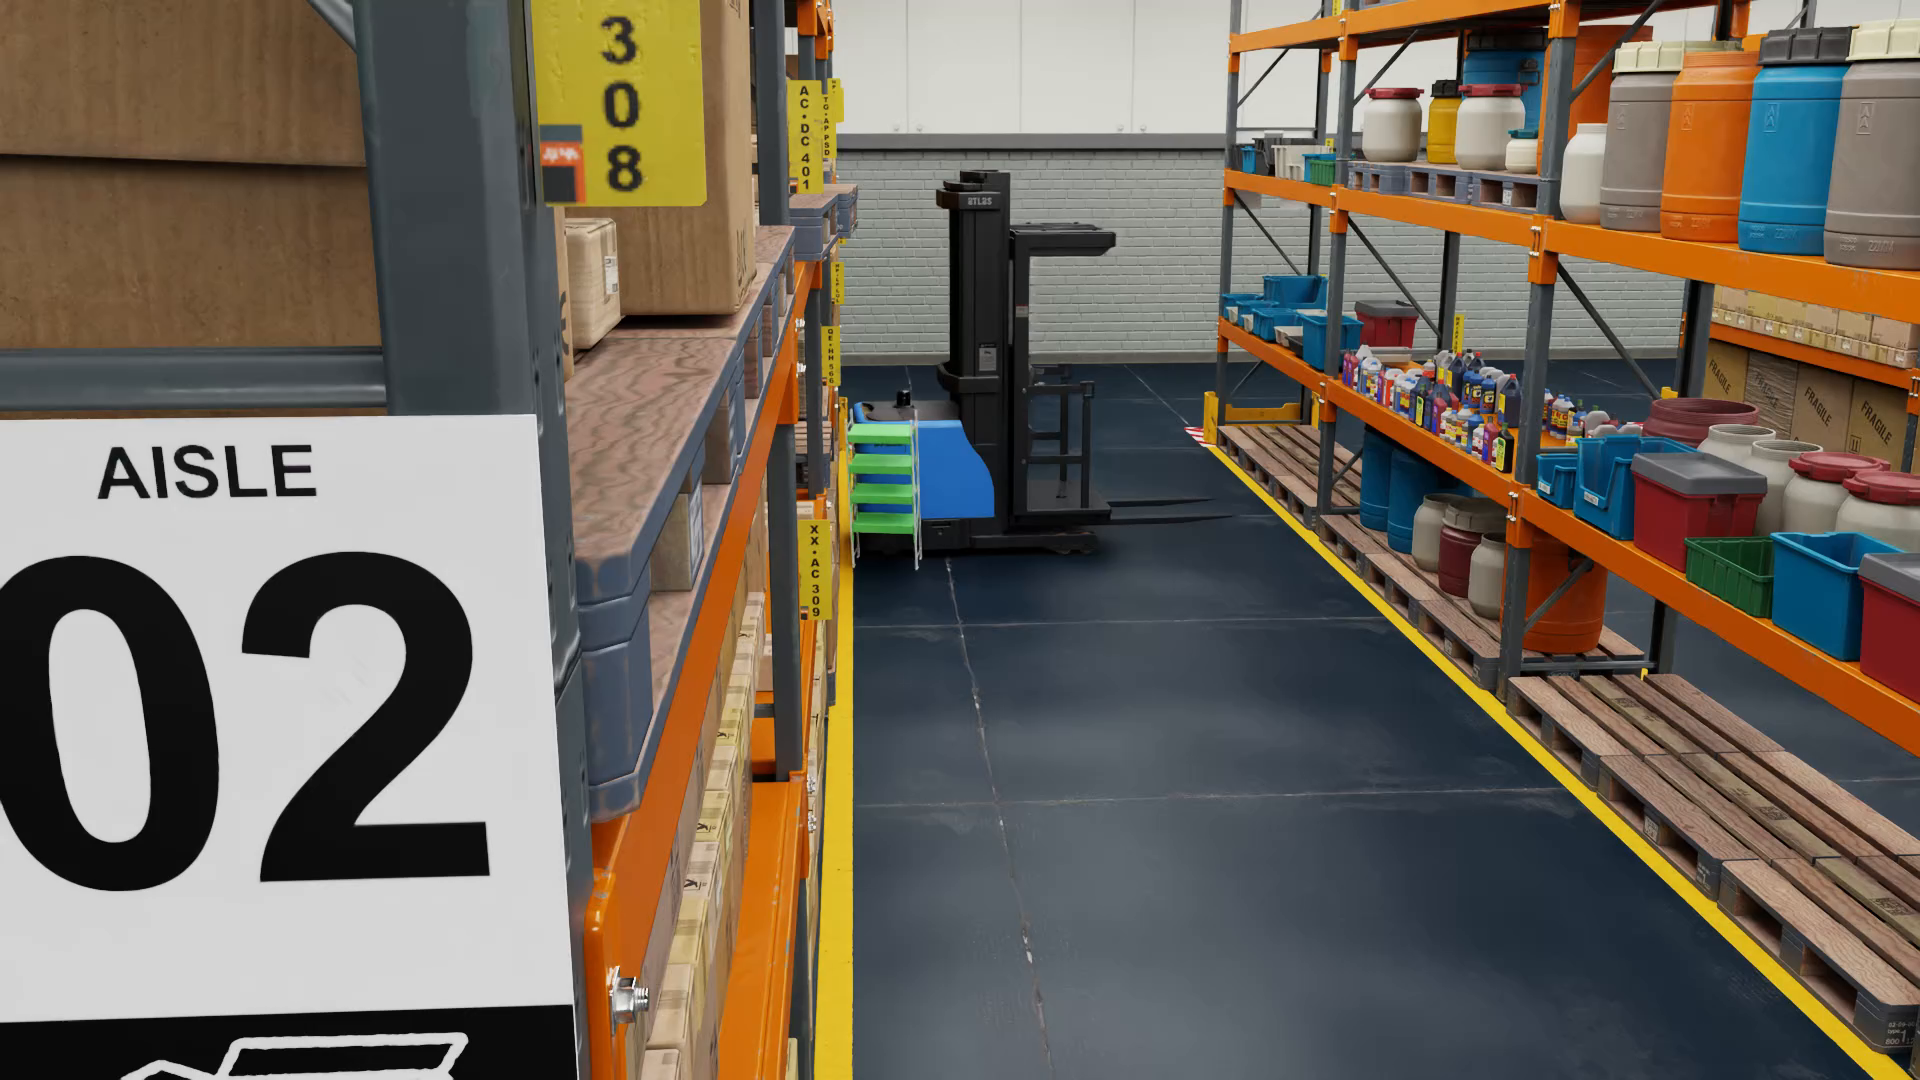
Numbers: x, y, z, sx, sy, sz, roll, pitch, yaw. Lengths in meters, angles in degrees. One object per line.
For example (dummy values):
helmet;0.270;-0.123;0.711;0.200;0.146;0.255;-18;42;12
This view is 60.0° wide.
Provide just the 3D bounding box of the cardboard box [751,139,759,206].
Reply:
cardboard box;-1.067;-1.498;6.768;0.500;0.250;0.500;-2;15;-8

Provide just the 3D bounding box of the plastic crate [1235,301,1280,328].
plastic crate;2.918;-2.216;16.335;0.416;0.233;0.300;-1;14;-3

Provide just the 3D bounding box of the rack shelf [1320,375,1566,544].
rack shelf;3.562;-0.658;11.507;1.077;0.370;4.000;-1;14;-3

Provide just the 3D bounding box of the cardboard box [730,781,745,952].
cardboard box;-0.937;0.754;4.374;0.700;0.500;0.500;-1;14;-4

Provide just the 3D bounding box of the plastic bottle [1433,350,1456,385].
plastic bottle;3.786;-1.350;13.004;0.152;0.276;0.135;-1;14;-3

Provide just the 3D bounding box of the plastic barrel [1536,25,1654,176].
plastic barrel;3.654;-2.514;9.553;0.600;0.830;0.708;-1;14;-3

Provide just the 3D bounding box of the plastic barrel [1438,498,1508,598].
plastic barrel;3.569;0.053;11.296;0.600;0.588;0.708;-1;14;-3

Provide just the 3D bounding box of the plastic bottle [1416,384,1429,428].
plastic bottle;3.145;-0.910;11.276;0.061;0.283;0.133;-1;14;-3

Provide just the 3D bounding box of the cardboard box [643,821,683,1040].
cardboard box;-0.852;0.494;2.782;0.700;0.500;0.500;-1;14;-3

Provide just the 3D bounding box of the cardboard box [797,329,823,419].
cardboard box;-1.275;-1.070;10.623;0.700;0.500;0.500;2;15;7

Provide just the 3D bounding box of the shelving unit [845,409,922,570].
shelving unit;-0.570;-0.377;12.523;0.503;1.200;0.258;2;24;7

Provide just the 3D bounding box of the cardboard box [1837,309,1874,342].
cardboard box;8.058;-1.886;14.540;0.500;0.250;0.500;0;14;-2

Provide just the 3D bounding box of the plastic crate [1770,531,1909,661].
plastic crate;3.555;0.224;6.667;0.392;0.384;0.575;-1;14;-3

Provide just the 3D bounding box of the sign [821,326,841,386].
sign;-0.704;-1.003;9.083;0.100;0.325;0.005;-1;14;-3

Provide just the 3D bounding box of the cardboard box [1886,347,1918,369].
cardboard box;8.036;-1.529;13.954;0.380;0.149;0.250;-1;14;-3

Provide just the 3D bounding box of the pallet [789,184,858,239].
pallet;-1.126;-1.627;8.189;1.213;0.211;1.003;0;14;-1

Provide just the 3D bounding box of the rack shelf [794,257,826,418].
rack shelf;-1.134;-1.040;6.973;1.077;0.370;4.000;-1;14;-3

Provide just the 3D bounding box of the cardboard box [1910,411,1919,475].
cardboard box;8.442;-0.596;13.242;1.225;0.875;0.875;-1;14;-3

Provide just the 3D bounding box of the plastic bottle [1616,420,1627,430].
plastic bottle;4.002;-0.588;10.051;0.097;0.271;0.097;0;14;0

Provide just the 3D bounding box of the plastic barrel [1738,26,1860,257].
plastic barrel;3.605;-1.658;6.924;0.600;0.901;0.708;-1;14;-3

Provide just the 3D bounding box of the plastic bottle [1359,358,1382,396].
plastic bottle;3.110;-1.231;12.542;0.152;0.276;0.135;-1;14;-3

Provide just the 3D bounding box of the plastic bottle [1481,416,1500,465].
plastic bottle;3.221;-0.604;10.087;0.061;0.283;0.133;-1;14;-3

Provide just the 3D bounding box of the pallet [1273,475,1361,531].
pallet;3.354;-0.335;14.406;1.003;0.211;1.213;-1;14;-3

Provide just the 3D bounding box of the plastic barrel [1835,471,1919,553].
plastic barrel;4.048;-0.004;7.248;0.433;0.535;0.433;0;14;0

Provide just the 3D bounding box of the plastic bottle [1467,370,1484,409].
plastic bottle;3.724;-1.092;12.009;0.097;0.271;0.097;0;14;0

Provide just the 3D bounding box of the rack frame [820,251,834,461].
rack frame;-1.506;-1.428;13.057;1.000;3.000;0.127;-1;14;-3

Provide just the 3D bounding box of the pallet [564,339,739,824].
pallet;-0.780;-0.030;1.780;1.003;0.211;1.213;-1;14;-3

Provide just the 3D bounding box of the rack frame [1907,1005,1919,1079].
rack frame;3.934;0.486;5.618;1.000;3.000;0.127;-1;14;-3

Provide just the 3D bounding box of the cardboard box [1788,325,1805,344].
cardboard box;7.941;-1.912;15.442;0.380;0.149;0.250;-1;14;-3

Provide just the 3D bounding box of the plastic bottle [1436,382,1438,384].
plastic bottle;3.294;-0.957;11.484;0.097;0.271;0.097;0;14;0

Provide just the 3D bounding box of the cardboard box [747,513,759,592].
cardboard box;-1.074;0.191;6.564;0.500;0.500;0.500;0;14;1

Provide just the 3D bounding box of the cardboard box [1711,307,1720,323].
cardboard box;7.844;-2.296;16.934;0.380;0.149;0.250;-1;14;-4

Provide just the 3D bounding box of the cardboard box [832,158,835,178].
cardboard box;-1.394;-3.431;15.121;0.500;0.250;0.500;-1;14;-3

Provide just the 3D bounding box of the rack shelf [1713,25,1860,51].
rack shelf;8.258;-4.441;14.973;1.077;0.370;4.000;-1;14;-3

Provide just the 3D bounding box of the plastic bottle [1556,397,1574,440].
plastic bottle;3.951;-0.794;10.851;0.097;0.271;0.097;0;14;0

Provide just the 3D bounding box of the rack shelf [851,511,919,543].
rack shelf;-0.564;-0.099;12.646;0.480;0.148;0.258;2;24;7

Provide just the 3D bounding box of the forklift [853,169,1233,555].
forklift;0.662;-1.438;13.232;3.031;2.935;1.130;-2;15;-6

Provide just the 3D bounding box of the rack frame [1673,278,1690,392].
rack frame;8.134;-2.575;17.514;1.000;3.000;0.127;-1;14;-3

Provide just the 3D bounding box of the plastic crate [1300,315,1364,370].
plastic crate;3.069;-1.636;13.776;0.392;0.384;0.575;-1;14;-3

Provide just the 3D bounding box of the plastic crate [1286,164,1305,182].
plastic crate;2.980;-3.139;14.216;0.293;0.136;0.466;-1;14;-3

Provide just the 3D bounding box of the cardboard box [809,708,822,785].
cardboard box;-0.883;0.929;7.445;0.500;0.311;0.500;0;14;-2

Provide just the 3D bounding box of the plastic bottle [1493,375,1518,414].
plastic bottle;3.862;-1.043;11.809;0.152;0.276;0.135;-1;14;-3

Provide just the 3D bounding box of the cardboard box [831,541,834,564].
cardboard box;-1.039;0.317;10.410;0.500;0.500;0.500;-1;14;-5

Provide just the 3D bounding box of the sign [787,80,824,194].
sign;-0.456;-1.189;4.911;0.100;0.325;0.005;-1;14;-3

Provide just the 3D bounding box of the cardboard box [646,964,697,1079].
cardboard box;-0.637;0.836;2.754;0.380;0.149;0.250;-1;14;-5

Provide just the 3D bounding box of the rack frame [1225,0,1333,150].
rack frame;3.191;-5.404;16.469;1.000;3.000;0.127;-1;14;-3

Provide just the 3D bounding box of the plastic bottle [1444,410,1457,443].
plastic bottle;3.196;-0.738;10.774;0.097;0.201;0.097;0;14;0

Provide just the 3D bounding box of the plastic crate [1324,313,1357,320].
plastic crate;3.528;-1.858;14.845;0.437;0.282;0.530;-1;14;-3

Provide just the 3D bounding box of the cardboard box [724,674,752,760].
cardboard box;-0.730;0.455;4.235;0.380;0.149;0.250;-1;14;-4

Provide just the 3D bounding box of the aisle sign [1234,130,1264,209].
aisle sign;2.890;-3.771;16.945;0.394;0.787;0.004;-1;14;-3

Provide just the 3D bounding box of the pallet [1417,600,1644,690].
pallet;3.596;0.646;10.591;1.003;0.211;1.213;-1;14;-3
